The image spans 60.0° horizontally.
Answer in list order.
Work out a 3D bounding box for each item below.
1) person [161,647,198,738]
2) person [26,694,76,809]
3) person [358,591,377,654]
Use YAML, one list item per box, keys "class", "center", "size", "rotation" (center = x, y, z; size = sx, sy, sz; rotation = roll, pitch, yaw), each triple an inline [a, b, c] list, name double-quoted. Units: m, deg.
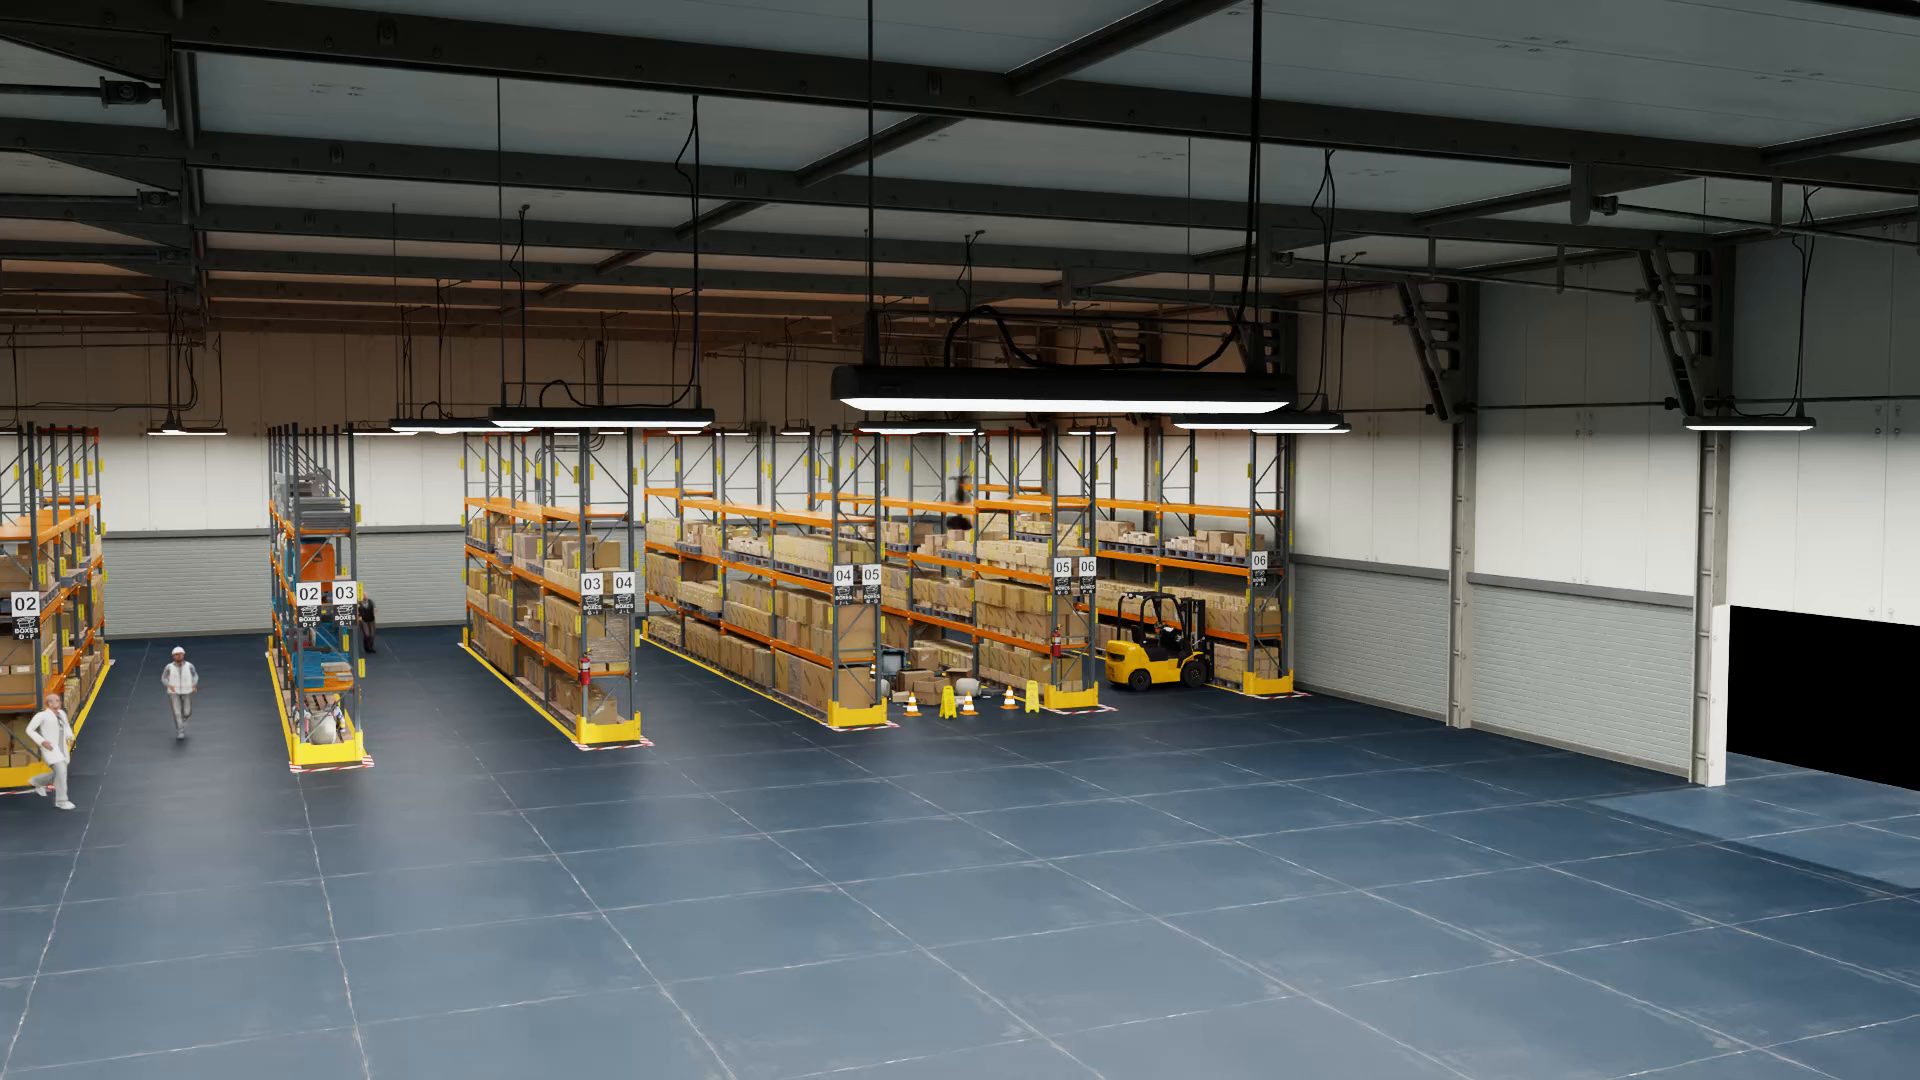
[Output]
- class: "person"
  center: [-14.960, 2.919, 31.896]
  size: [0.661, 1.731, 0.585]
  rotation: [-2, 4, -30]
- class: "person"
  center: [-14.154, 3.286, 25.940]
  size: [0.949, 1.776, 0.743]
  rotation: [1, 4, 12]
- class: "person"
  center: [-15.757, 2.224, 44.122]
  size: [0.666, 1.622, 0.638]
  rotation: [-3, 5, -42]
